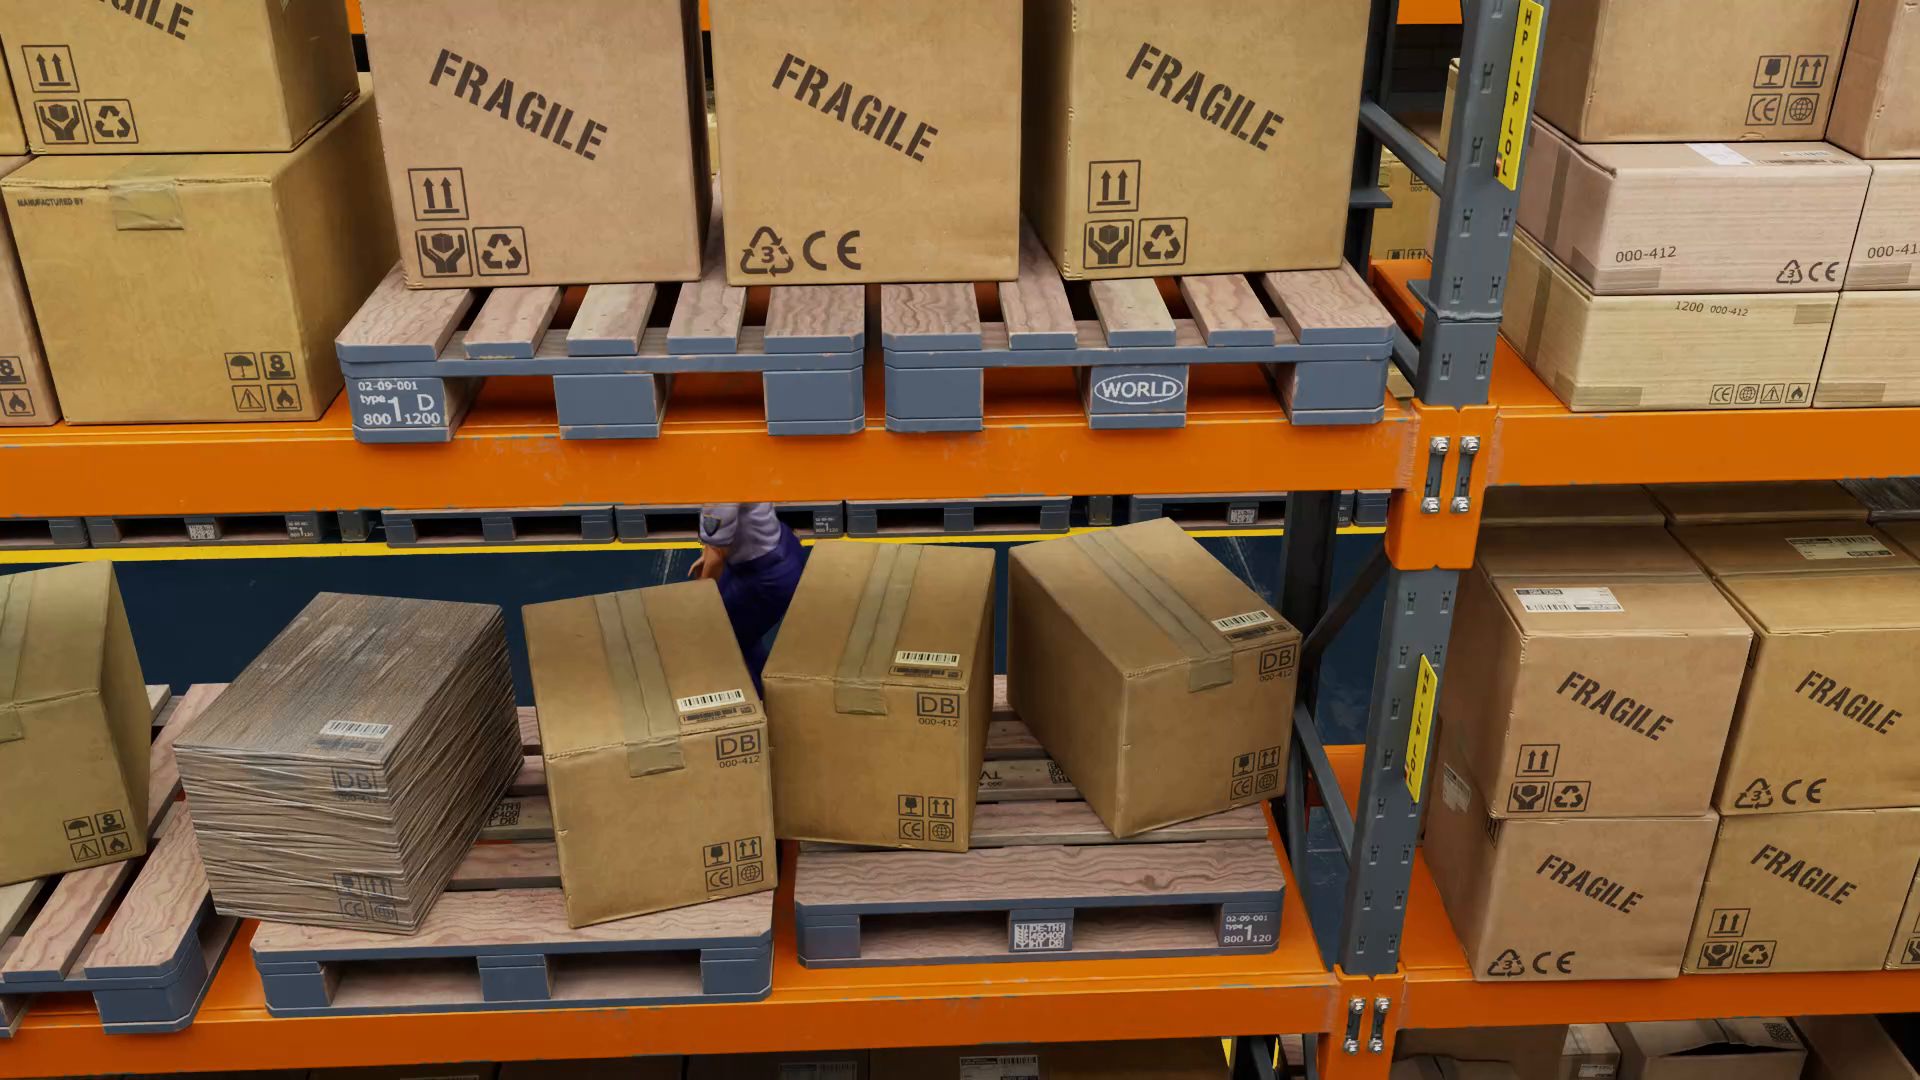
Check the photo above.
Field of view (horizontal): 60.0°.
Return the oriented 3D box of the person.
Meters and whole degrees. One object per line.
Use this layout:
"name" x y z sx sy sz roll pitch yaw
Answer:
"person" -0.963 0.165 7.029 0.524 1.469 0.528 -1 28 -2
